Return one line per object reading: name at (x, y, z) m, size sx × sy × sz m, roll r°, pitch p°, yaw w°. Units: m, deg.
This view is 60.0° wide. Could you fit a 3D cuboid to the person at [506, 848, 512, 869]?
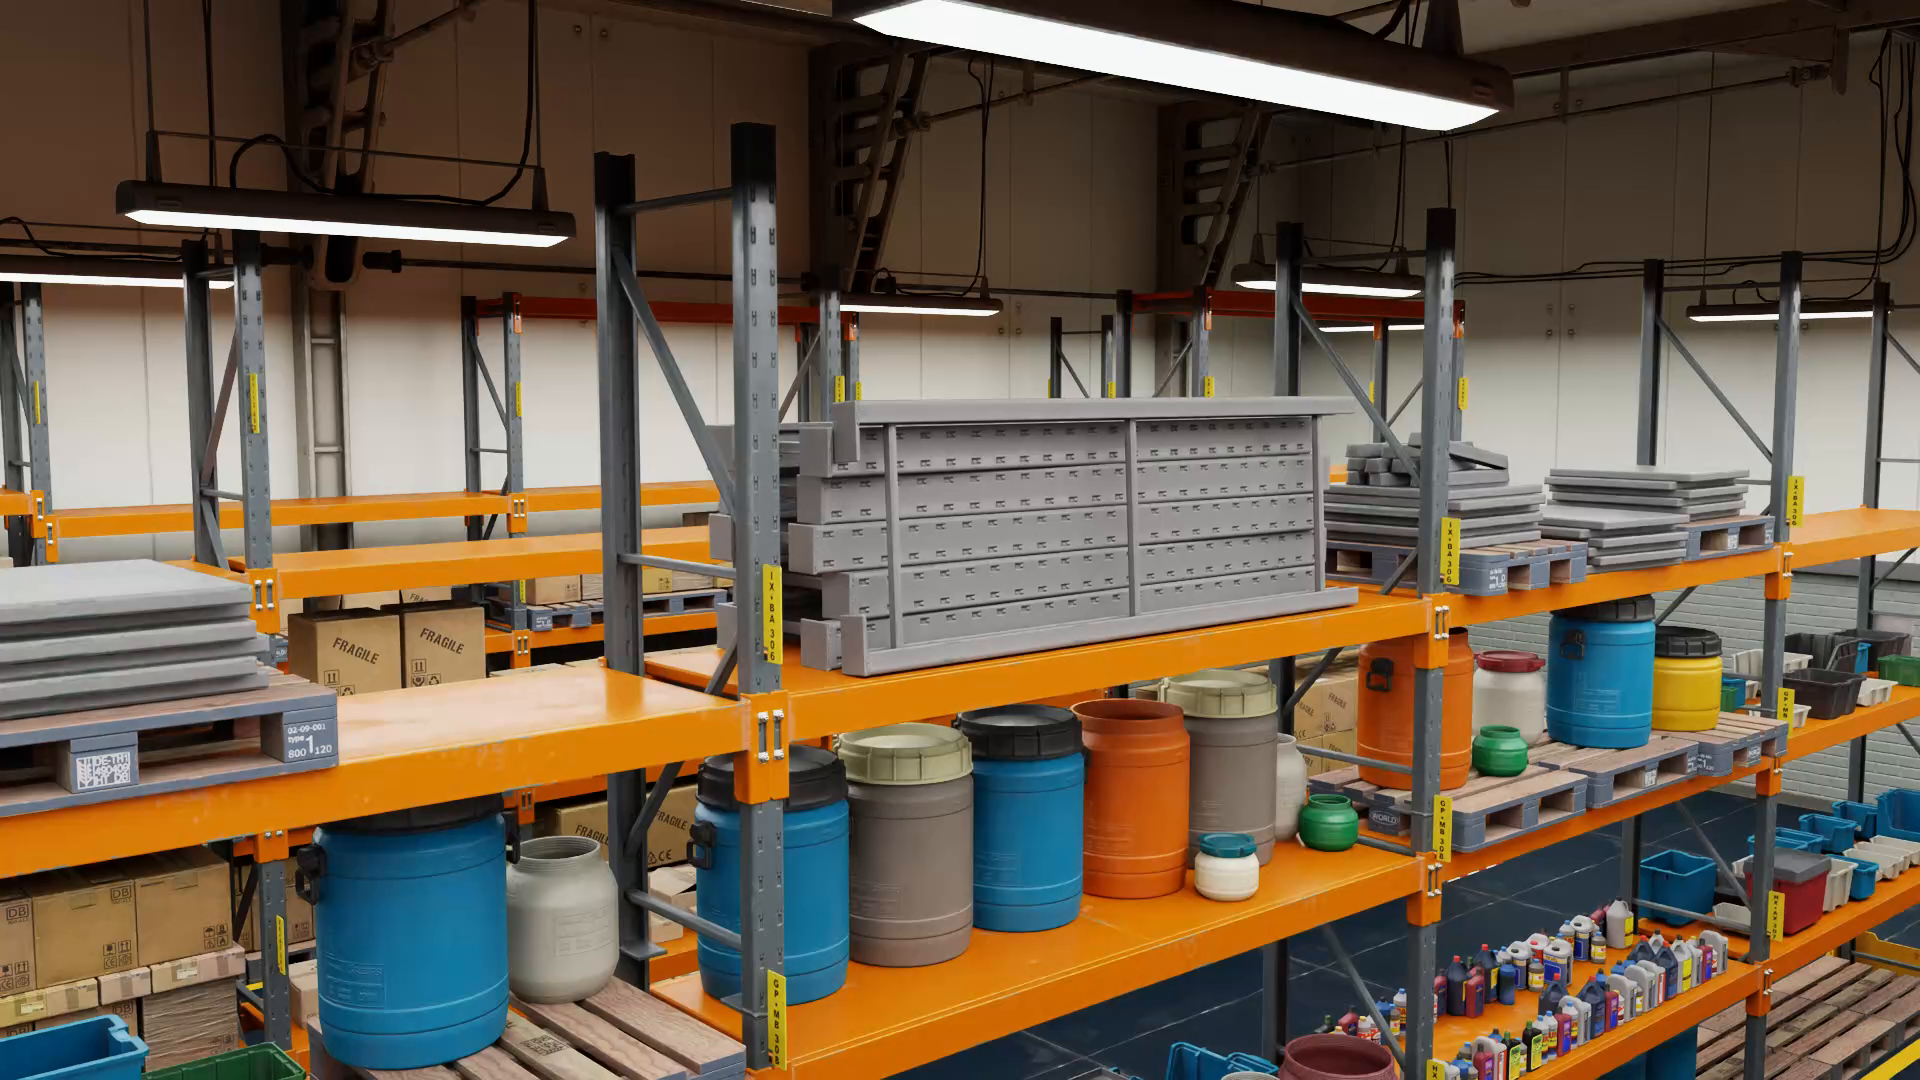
person at (-3.806, 3.099, 13.750) m, size 0.596 × 1.628 × 0.754 m, roll 0°, pitch 5°, yaw 4°
